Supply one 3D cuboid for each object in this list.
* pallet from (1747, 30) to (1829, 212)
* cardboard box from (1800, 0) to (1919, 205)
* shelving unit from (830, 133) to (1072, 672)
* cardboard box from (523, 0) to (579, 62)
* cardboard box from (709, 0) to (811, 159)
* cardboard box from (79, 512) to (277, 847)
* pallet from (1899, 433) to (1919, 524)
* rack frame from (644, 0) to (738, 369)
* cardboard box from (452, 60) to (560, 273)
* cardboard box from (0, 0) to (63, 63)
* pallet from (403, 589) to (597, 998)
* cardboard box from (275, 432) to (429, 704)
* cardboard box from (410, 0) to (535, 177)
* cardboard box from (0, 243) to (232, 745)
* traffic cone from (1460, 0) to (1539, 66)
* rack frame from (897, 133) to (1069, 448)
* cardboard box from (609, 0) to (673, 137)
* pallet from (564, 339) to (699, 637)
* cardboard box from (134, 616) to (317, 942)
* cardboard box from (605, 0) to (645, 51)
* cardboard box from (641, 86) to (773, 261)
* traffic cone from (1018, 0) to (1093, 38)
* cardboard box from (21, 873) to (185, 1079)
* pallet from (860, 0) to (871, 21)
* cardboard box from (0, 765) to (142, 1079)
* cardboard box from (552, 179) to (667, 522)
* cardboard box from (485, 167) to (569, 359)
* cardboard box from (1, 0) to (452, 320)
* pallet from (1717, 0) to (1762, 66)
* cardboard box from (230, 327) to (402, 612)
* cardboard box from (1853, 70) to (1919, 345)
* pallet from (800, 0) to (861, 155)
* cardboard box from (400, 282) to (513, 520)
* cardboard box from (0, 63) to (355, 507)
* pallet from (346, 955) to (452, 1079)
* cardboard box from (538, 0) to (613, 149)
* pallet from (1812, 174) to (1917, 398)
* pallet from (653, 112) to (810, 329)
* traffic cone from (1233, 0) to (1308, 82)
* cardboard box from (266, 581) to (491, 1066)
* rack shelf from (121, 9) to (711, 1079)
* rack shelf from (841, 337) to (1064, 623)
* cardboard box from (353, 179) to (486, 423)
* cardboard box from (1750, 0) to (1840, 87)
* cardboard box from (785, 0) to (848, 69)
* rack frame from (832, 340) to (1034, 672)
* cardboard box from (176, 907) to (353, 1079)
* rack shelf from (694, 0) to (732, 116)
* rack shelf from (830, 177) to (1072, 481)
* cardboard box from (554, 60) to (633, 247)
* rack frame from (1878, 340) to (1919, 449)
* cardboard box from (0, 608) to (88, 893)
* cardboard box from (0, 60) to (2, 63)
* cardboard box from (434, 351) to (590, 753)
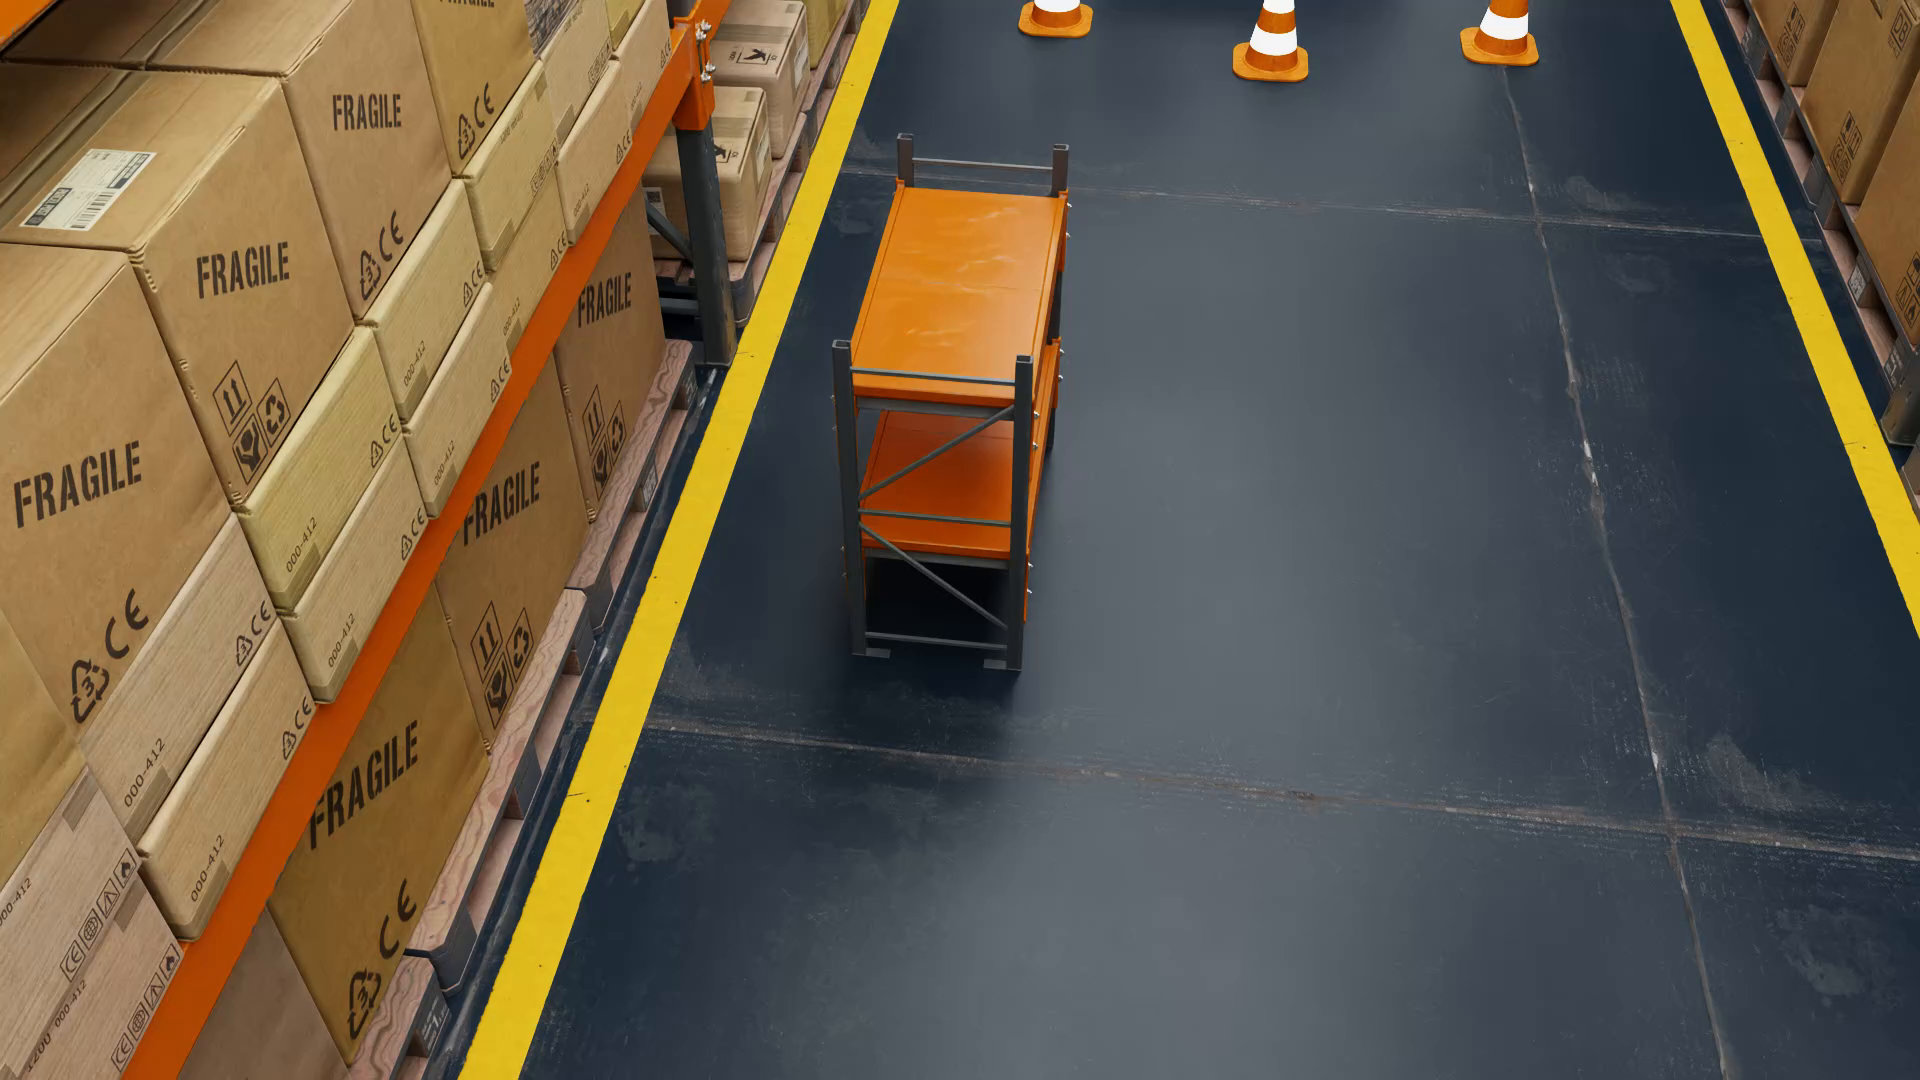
[{"bbox_3d":[3.961,-1.747,6.942,1.003,0.211,1.213,5,44,6],"label":"pallet"},{"bbox_3d":[3.900,-1.739,6.236,1.050,0.750,0.750,6,44,6],"label":"cardboard box"},{"bbox_3d":[-0.001,-0.404,4.858,0.538,1.125,1.048,5,44,6],"label":"shelving unit"},{"bbox_3d":[-1.170,-1.454,3.804,0.500,0.500,0.500,6,44,6],"label":"cardboard box"},{"bbox_3d":[-1.127,-1.867,6.646,0.950,0.372,0.625,4,44,5],"label":"cardboard box"},{"bbox_3d":[-1.452,0.185,2.618,0.500,0.250,0.500,6,44,6],"label":"cardboard box"},{"bbox_3d":[3.514,0.145,4.944,1.003,0.211,1.213,5,44,6],"label":"pallet"},{"bbox_3d":[-1.302,-1.781,4.950,1.000,3.000,0.127,5,44,6],"label":"rack frame"},{"bbox_3d":[-1.225,-0.855,3.717,0.500,0.250,0.500,4,44,4],"label":"cardboard box"},{"bbox_3d":[-1.819,-0.833,3.148,0.500,0.500,0.500,6,44,6],"label":"cardboard box"},{"bbox_3d":[-1.644,0.591,4.473,1.003,0.211,1.213,5,44,6],"label":"pallet"},{"bbox_3d":[-1.360,0.023,3.154,0.500,0.250,0.500,5,44,5],"label":"cardboard box"},{"bbox_3d":[-1.243,-1.116,3.447,0.500,0.500,0.500,5,44,6],"label":"cardboard box"},{"bbox_3d":[-1.447,-0.078,2.350,0.500,0.500,0.500,5,44,5],"label":"cardboard box"},{"bbox_3d":[2.473,-2.429,7.478,0.336,0.463,0.334,5,44,6],"label":"traffic cone"},{"bbox_3d":[0.066,-0.750,5.224,0.500,1.125,0.032,5,44,6],"label":"rack frame"},{"bbox_3d":[-1.111,-1.359,4.612,0.500,0.250,0.500,4,44,4],"label":"cardboard box"},{"bbox_3d":[-1.480,-0.238,5.348,1.003,0.211,1.213,5,44,6],"label":"pallet"},{"bbox_3d":[-1.444,0.370,2.786,0.500,0.250,0.500,4,44,4],"label":"cardboard box"},{"bbox_3d":[-1.114,-1.555,4.456,0.500,0.250,0.500,5,44,5],"label":"cardboard box"},{"bbox_3d":[-1.217,-1.364,6.115,0.950,0.372,0.625,3,43,3],"label":"cardboard box"},{"bbox_3d":[0.451,-2.614,7.674,0.336,0.463,0.334,5,44,6],"label":"traffic cone"},{"bbox_3d":[-1.511,0.723,2.414,0.500,0.250,0.500,4,44,5],"label":"cardboard box"},{"bbox_3d":[-0.874,-2.964,8.227,1.003,0.211,1.213,5,44,6],"label":"pallet"},{"bbox_3d":[-1.493,0.543,2.240,0.500,0.250,0.500,4,44,4],"label":"cardboard box"},{"bbox_3d":[-1.475,-0.699,5.047,0.875,0.875,0.875,5,44,5],"label":"cardboard box"},{"bbox_3d":[-1.246,-0.667,3.882,0.500,0.250,0.500,5,44,5],"label":"cardboard box"},{"bbox_3d":[-1.317,-0.772,3.084,0.500,0.500,0.500,5,44,5],"label":"cardboard box"},{"bbox_3d":[4.120,-2.581,7.822,1.003,0.211,1.213,5,44,6],"label":"pallet"},{"bbox_3d":[-1.358,-0.156,2.979,0.500,0.250,0.500,6,44,6],"label":"cardboard box"},{"bbox_3d":[3.788,-1.143,5.606,1.050,0.750,0.750,5,44,5],"label":"cardboard box"},{"bbox_3d":[-1.033,-2.130,7.346,1.003,0.211,1.213,5,44,6],"label":"pallet"},{"bbox_3d":[-1.285,-0.317,3.512,0.500,0.250,0.500,5,44,5],"label":"cardboard box"},{"bbox_3d":[-1.379,-0.419,2.711,0.500,0.500,0.500,4,44,4],"label":"cardboard box"},{"bbox_3d":[-1.803,1.425,3.592,1.003,0.211,1.213,5,44,6],"label":"pallet"},{"bbox_3d":[-1.178,-1.206,4.087,0.500,0.250,0.500,4,44,4],"label":"cardboard box"},{"bbox_3d":[3.797,-0.918,6.066,1.003,0.211,1.213,5,44,6],"label":"pallet"},{"bbox_3d":[-1.197,-1.301,6.471,1.003,0.211,1.213,5,44,6],"label":"pallet"},{"bbox_3d":[1.404,-2.325,7.369,0.336,0.463,0.334,5,44,6],"label":"traffic cone"},{"bbox_3d":[-1.716,0.518,3.762,0.875,0.875,0.875,6,44,7],"label":"cardboard box"},{"bbox_3d":[-1.566,-0.157,3.758,1.077,0.370,4.000,5,44,6],"label":"rack shelf"},{"bbox_3d":[-0.001,-0.226,5.027,0.538,0.278,1.000,5,44,6],"label":"rack shelf"},{"bbox_3d":[-1.294,-0.501,3.343,0.500,0.250,0.500,4,44,4],"label":"cardboard box"},{"bbox_3d":[4.023,-2.374,6.906,1.050,0.750,0.750,5,44,6],"label":"cardboard box"},{"bbox_3d":[-1.021,-2.384,7.192,0.950,0.372,0.625,7,44,7],"label":"cardboard box"},{"bbox_3d":[-0.068,-0.057,4.493,0.500,1.125,0.032,5,44,6],"label":"rack frame"},{"bbox_3d":[-1.828,1.134,3.111,0.875,0.875,0.875,6,44,7],"label":"cardboard box"},{"bbox_3d":[-1.037,-2.883,6.637,1.077,0.370,4.000,5,44,6],"label":"rack shelf"},{"bbox_3d":[-0.001,-0.616,4.657,0.538,0.278,1.000,5,44,6],"label":"rack shelf"},{"bbox_3d":[-1.163,-1.009,4.243,0.500,0.250,0.500,6,44,6],"label":"cardboard box"},{"bbox_3d":[3.618,-1.400,4.547,1.000,3.000,0.127,5,44,6],"label":"rack frame"},{"bbox_3d":[-1.487,0.272,1.982,0.500,0.500,0.500,6,44,6],"label":"cardboard box"},{"bbox_3d":[-1.873,-0.479,2.774,0.500,0.500,0.500,6,44,7],"label":"cardboard box"},{"bbox_3d":[-1.597,-0.092,4.405,0.875,0.875,0.875,6,44,6],"label":"cardboard box"}]
